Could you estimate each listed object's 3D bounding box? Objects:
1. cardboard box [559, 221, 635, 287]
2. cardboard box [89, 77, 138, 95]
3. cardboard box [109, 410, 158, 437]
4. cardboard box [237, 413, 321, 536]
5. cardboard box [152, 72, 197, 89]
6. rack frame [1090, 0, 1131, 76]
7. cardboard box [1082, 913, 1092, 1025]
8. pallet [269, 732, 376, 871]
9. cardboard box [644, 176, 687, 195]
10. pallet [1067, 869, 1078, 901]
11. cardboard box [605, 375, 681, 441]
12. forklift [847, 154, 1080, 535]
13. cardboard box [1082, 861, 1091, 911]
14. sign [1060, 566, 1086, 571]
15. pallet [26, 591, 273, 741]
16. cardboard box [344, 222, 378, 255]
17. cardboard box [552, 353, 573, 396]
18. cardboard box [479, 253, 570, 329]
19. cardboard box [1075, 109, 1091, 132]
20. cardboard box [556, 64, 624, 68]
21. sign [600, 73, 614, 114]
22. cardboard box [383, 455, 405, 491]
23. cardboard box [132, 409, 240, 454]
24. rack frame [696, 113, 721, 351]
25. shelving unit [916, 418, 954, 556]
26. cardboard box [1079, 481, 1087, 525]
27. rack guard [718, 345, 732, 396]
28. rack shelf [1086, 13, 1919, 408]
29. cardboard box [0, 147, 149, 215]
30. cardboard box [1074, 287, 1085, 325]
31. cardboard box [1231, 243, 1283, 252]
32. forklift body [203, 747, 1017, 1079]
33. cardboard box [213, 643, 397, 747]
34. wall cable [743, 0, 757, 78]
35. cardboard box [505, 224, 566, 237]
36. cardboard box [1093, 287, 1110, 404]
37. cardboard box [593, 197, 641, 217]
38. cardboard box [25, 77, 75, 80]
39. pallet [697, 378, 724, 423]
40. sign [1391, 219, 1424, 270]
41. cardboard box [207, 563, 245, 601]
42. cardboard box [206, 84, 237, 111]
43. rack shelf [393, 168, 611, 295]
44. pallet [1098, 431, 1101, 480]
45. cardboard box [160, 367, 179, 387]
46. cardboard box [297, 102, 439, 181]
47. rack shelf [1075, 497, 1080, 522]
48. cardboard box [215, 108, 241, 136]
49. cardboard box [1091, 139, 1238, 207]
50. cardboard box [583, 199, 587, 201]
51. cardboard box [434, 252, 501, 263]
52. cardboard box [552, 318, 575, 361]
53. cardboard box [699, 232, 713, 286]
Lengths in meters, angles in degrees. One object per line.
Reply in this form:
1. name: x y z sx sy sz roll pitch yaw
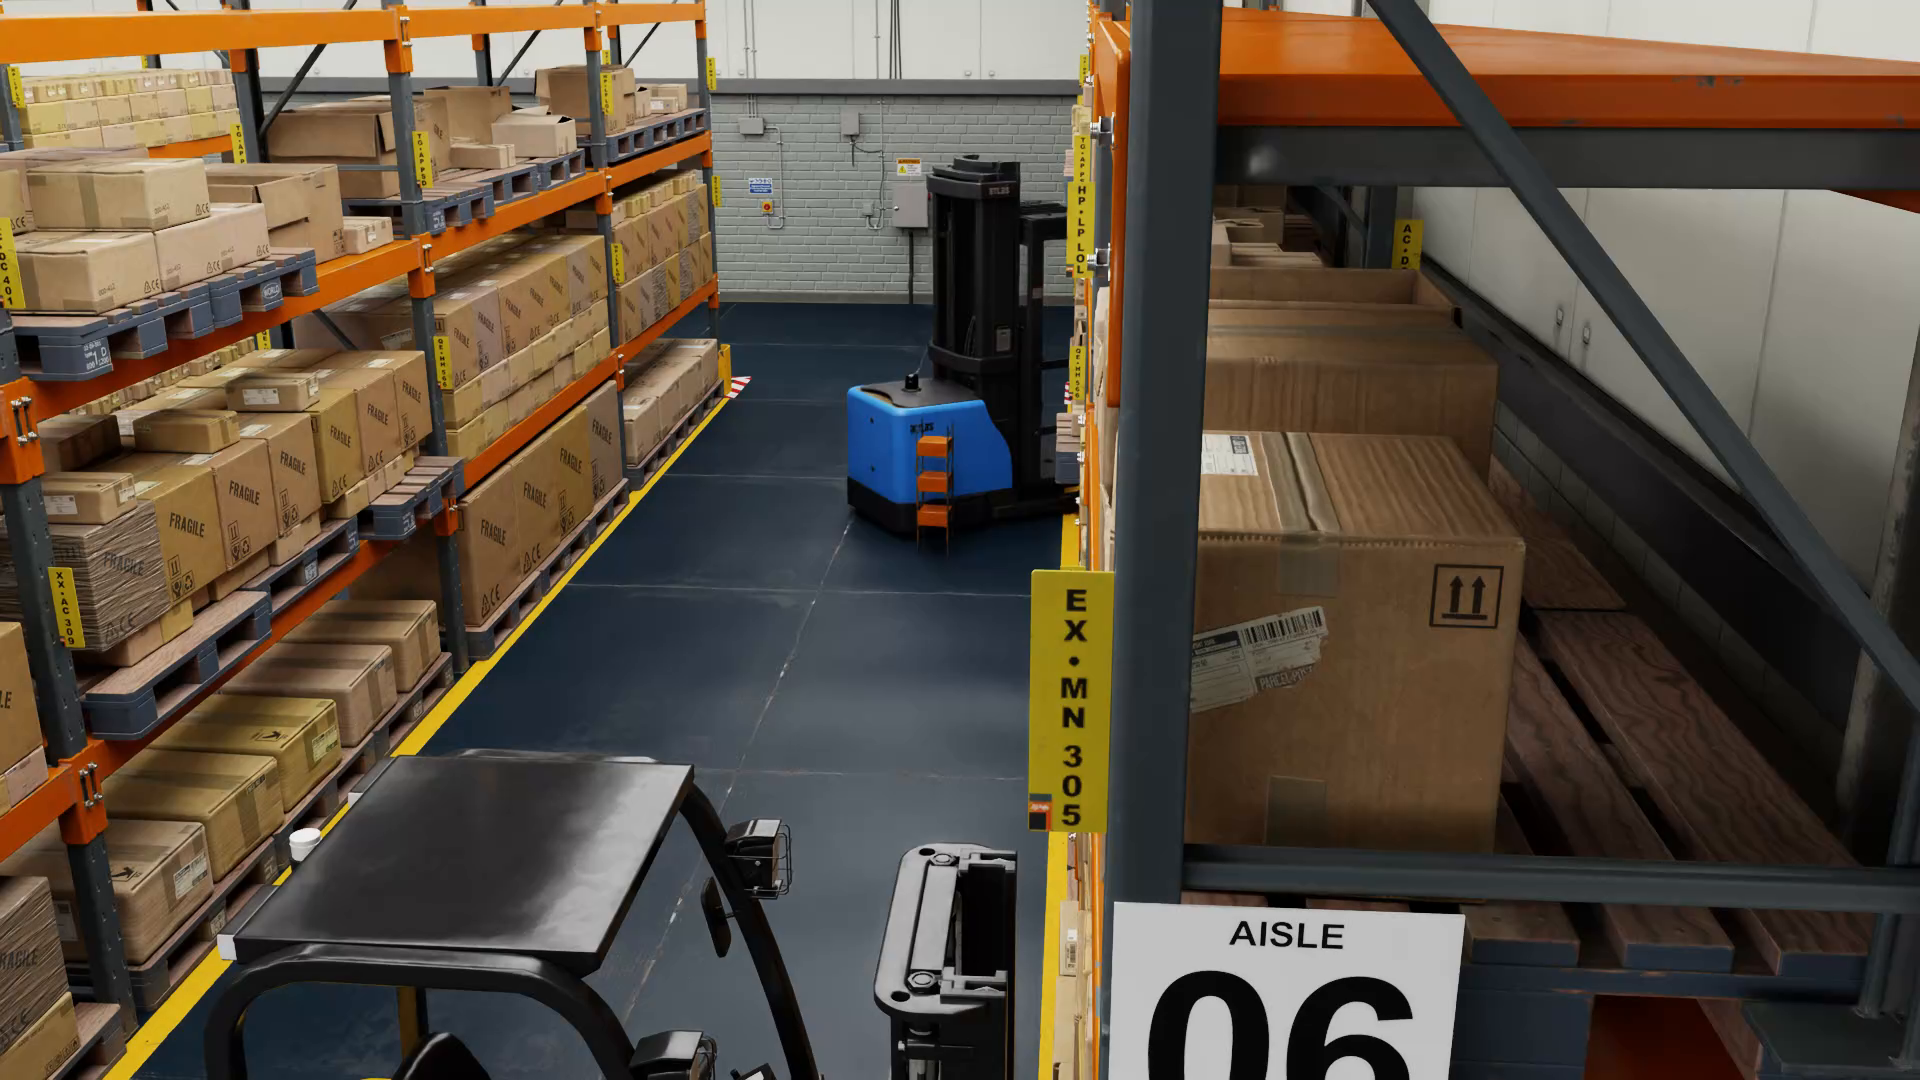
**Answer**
1. cardboard box: -3.145 -2.487 14.429 0.500 0.500 0.500 1 18 4
2. cardboard box: -7.955 -4.256 15.574 0.380 0.149 0.250 1 18 2
3. cardboard box: -4.076 -0.351 8.365 0.500 0.500 0.500 1 18 2
4. cardboard box: -3.564 -0.333 8.311 0.500 0.500 0.500 1 18 2
5. cardboard box: -7.853 -4.576 16.552 0.380 0.149 0.250 2 18 5
6. rack frame: 1.531 -4.563 12.897 1.000 3.000 0.127 1 18 4
7. cardboard box: 0.477 1.003 3.865 0.380 0.149 0.250 2 18 5
8. pallet: -3.855 1.366 8.915 1.003 0.211 1.213 1 18 4
9. cardboard box: -2.948 -3.540 16.603 0.380 0.149 0.250 2 18 5
10. pallet: 0.971 1.868 7.384 1.003 0.211 1.213 1 18 4
11. cardboard box: -3.205 -1.275 15.936 0.875 0.438 0.875 1 18 2
12. forklift: 0.589 -1.739 14.024 3.031 2.935 1.130 -9 20 -27
13. cardboard box: 0.609 1.176 4.855 0.500 0.500 0.500 1 18 3
14. sign: 0.415 0.251 6.108 0.100 0.325 0.005 1 18 4
15. pallet: -3.794 0.520 7.327 1.003 0.211 1.213 1 18 4
16. cardboard box: -3.530 -1.706 9.397 0.380 0.149 0.250 1 18 4
17. cardboard box: -3.294 -1.291 12.787 0.500 0.250 0.500 1 18 2
18. cardboard box: -3.288 -1.882 12.584 0.500 0.500 0.500 2 18 6
19. cardboard box: 1.063 -3.161 12.528 0.380 0.149 0.250 1 18 3
20. cardboard box: -3.428 -4.161 15.493 0.500 0.500 0.500 2 18 5
21. sign: -2.879 -3.633 13.542 0.100 0.325 0.005 1 18 4
22. cardboard box: -3.416 -0.389 9.521 0.380 0.149 0.250 1 18 3
23. cardboard box: -3.632 -0.512 7.813 0.380 0.149 0.250 2 18 7
24. rack frame: -3.134 -3.064 17.957 1.000 3.000 0.127 1 18 4
25. shelving unit: -0.194 -0.413 12.997 0.252 1.050 0.215 4 19 12
26. cardboard box: 0.764 -0.176 7.941 0.380 0.149 0.250 1 18 2
27. rack guard: -3.132 -1.884 18.369 1.175 0.500 0.348 1 18 4
28. rack shelf: 0.814 -0.925 3.593 1.077 0.370 4.000 1 18 4
29. cardboard box: -4.028 -1.629 7.523 0.500 0.250 0.500 2 18 5
30. cardboard box: 1.236 -1.653 12.816 0.700 0.500 0.500 1 18 5
31. cardboard box: 1.112 -1.121 6.777 0.380 0.149 0.250 1 18 4
32. forklift body: -1.013 1.788 4.511 2.313 2.155 1.214 1 18 4
33. cardboard box: -3.803 0.874 9.483 0.950 0.372 0.625 1 18 3
34. wall cable: -3.007 -7.688 22.434 0.463 3.000 0.029 1 18 4
35. cardboard box: -3.662 -2.497 14.461 0.500 0.500 0.500 1 18 3
36. cardboard box: 0.655 -0.605 4.942 0.500 0.311 0.500 2 18 5
37. cardboard box: -3.081 -2.981 14.896 0.380 0.149 0.250 1 18 4
38. cardboard box: -8.551 -4.267 15.608 0.380 0.149 0.250 1 18 3
39. pallet: -3.113 -1.489 17.628 1.003 0.211 1.213 1 18 4
40. sign: 1.511 -0.924 5.652 0.100 0.325 0.005 1 18 4
41. cardboard box: -3.608 0.172 7.810 0.380 0.149 0.250 2 18 5
42. cardboard box: -7.857 -4.586 17.223 0.500 0.250 0.500 1 18 2
43. rack shelf: -3.564 -2.284 11.915 1.077 0.370 4.000 1 18 4
44. pallet: 0.922 -0.345 4.985 1.003 0.211 1.213 1 18 4
45. cardboard box: -7.996 -1.616 16.485 0.380 0.149 0.250 1 18 4
46. cardboard box: -3.826 -2.564 10.778 0.700 0.500 0.500 0 18 1
47. rack shelf: 1.387 -0.749 12.048 1.077 0.370 4.000 1 18 4
48. cardboard box: -7.847 -4.350 17.306 0.500 0.250 0.500 1 18 3
49. cardboard box: 1.013 -1.811 8.321 0.700 0.500 0.500 1 18 3
50. cardboard box: -3.561 -2.991 14.927 0.380 0.149 0.250 1 18 3
51. cardboard box: -3.786 -1.900 12.638 0.500 0.500 0.500 1 18 3
52. cardboard box: -3.269 -1.529 12.711 0.500 0.250 0.500 2 18 5
53. cardboard box: -2.904 -2.956 17.466 0.500 0.500 0.500 1 18 4
